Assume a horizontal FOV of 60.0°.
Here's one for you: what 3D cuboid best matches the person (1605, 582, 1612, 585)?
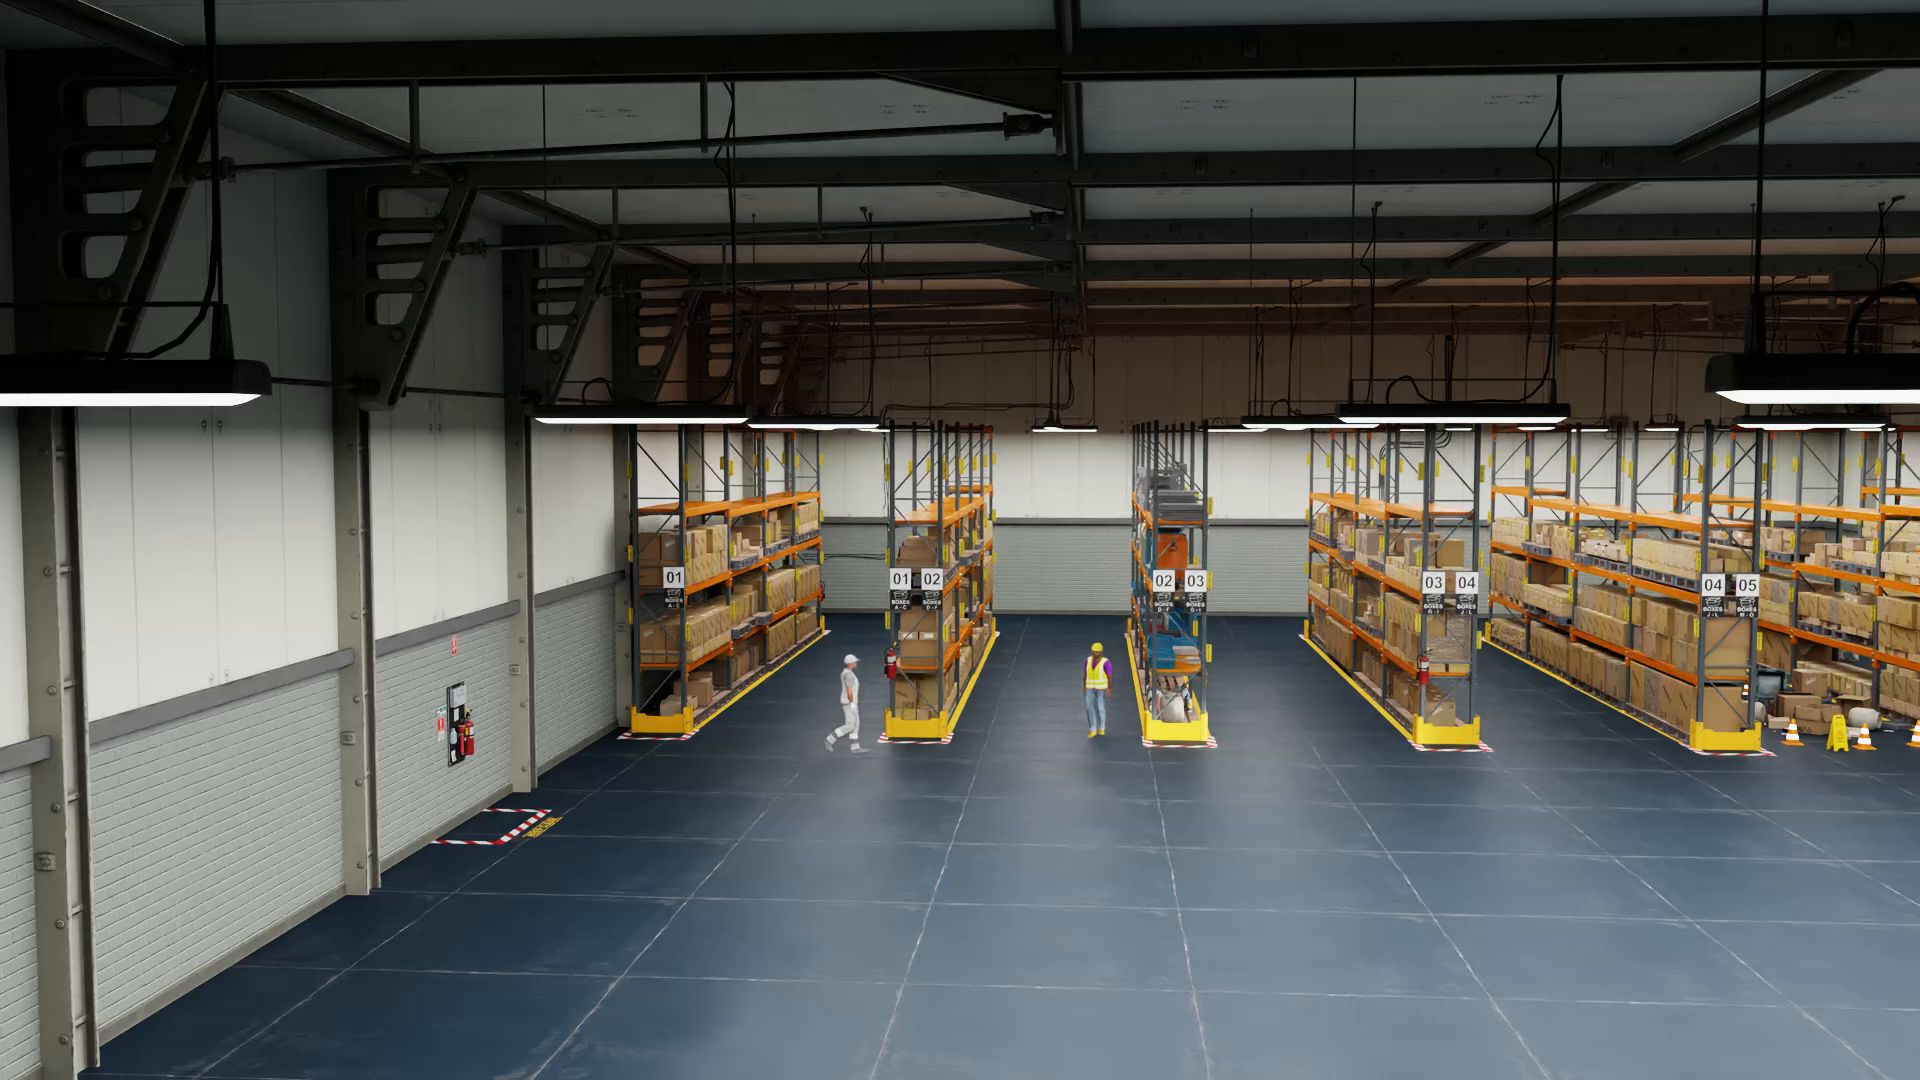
[{"bbox_3d":[17.948,1.974,46.057,0.989,1.609,0.477,2,4,31],"label":"person"}]

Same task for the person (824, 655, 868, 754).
[{"bbox_3d":[-2.045,2.947,29.768,0.806,1.781,0.603,-1,4,-11],"label":"person"}]

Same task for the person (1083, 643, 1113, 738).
[{"bbox_3d":[2.617,2.866,31.559,0.647,1.829,0.498,2,4,26],"label":"person"}]

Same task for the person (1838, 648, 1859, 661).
[{"bbox_3d":[22.439,2.268,41.945,0.502,1.703,0.574,-1,4,-14],"label":"person"}]
